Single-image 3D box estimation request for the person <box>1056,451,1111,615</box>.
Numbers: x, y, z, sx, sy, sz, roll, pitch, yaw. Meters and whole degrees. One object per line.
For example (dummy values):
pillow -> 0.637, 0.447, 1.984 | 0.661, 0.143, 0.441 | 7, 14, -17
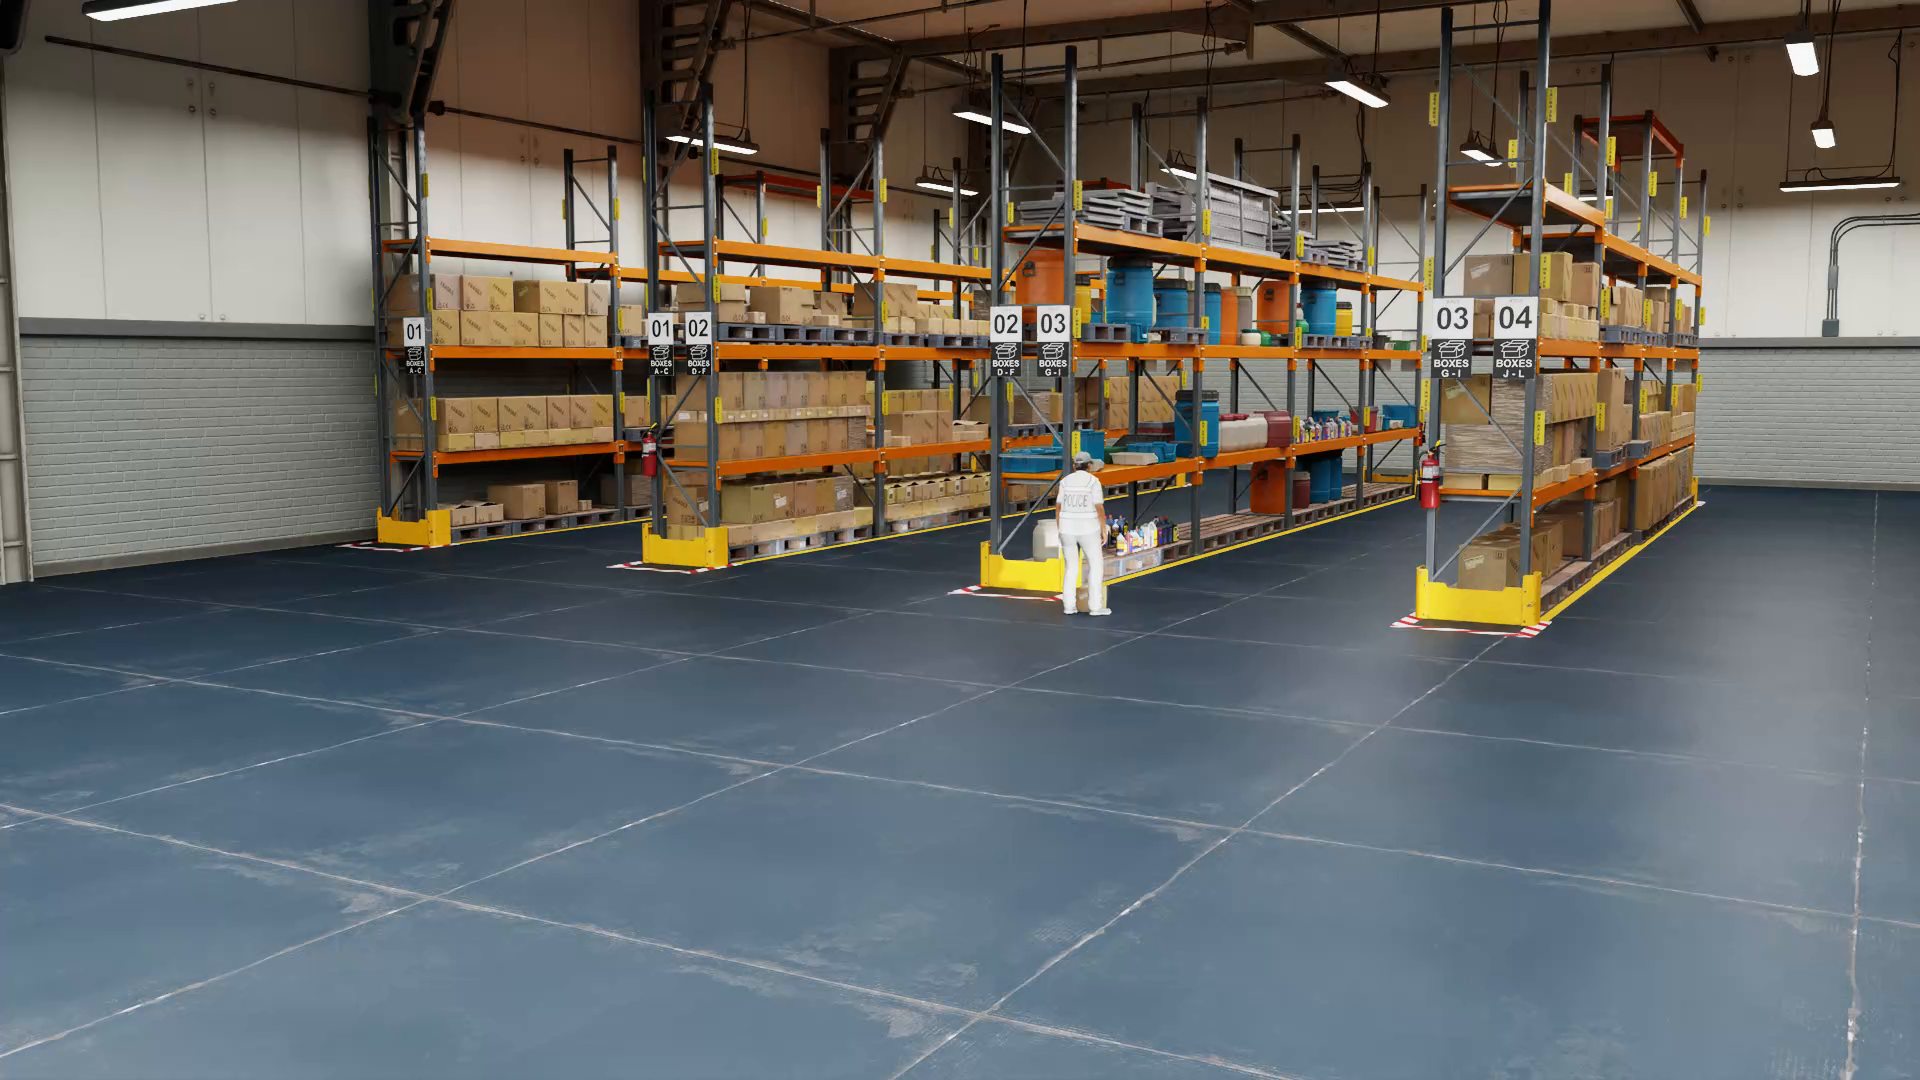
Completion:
person -> 1.258, -0.072, 17.013 | 0.559, 1.667, 0.467 | 3, 7, 26
